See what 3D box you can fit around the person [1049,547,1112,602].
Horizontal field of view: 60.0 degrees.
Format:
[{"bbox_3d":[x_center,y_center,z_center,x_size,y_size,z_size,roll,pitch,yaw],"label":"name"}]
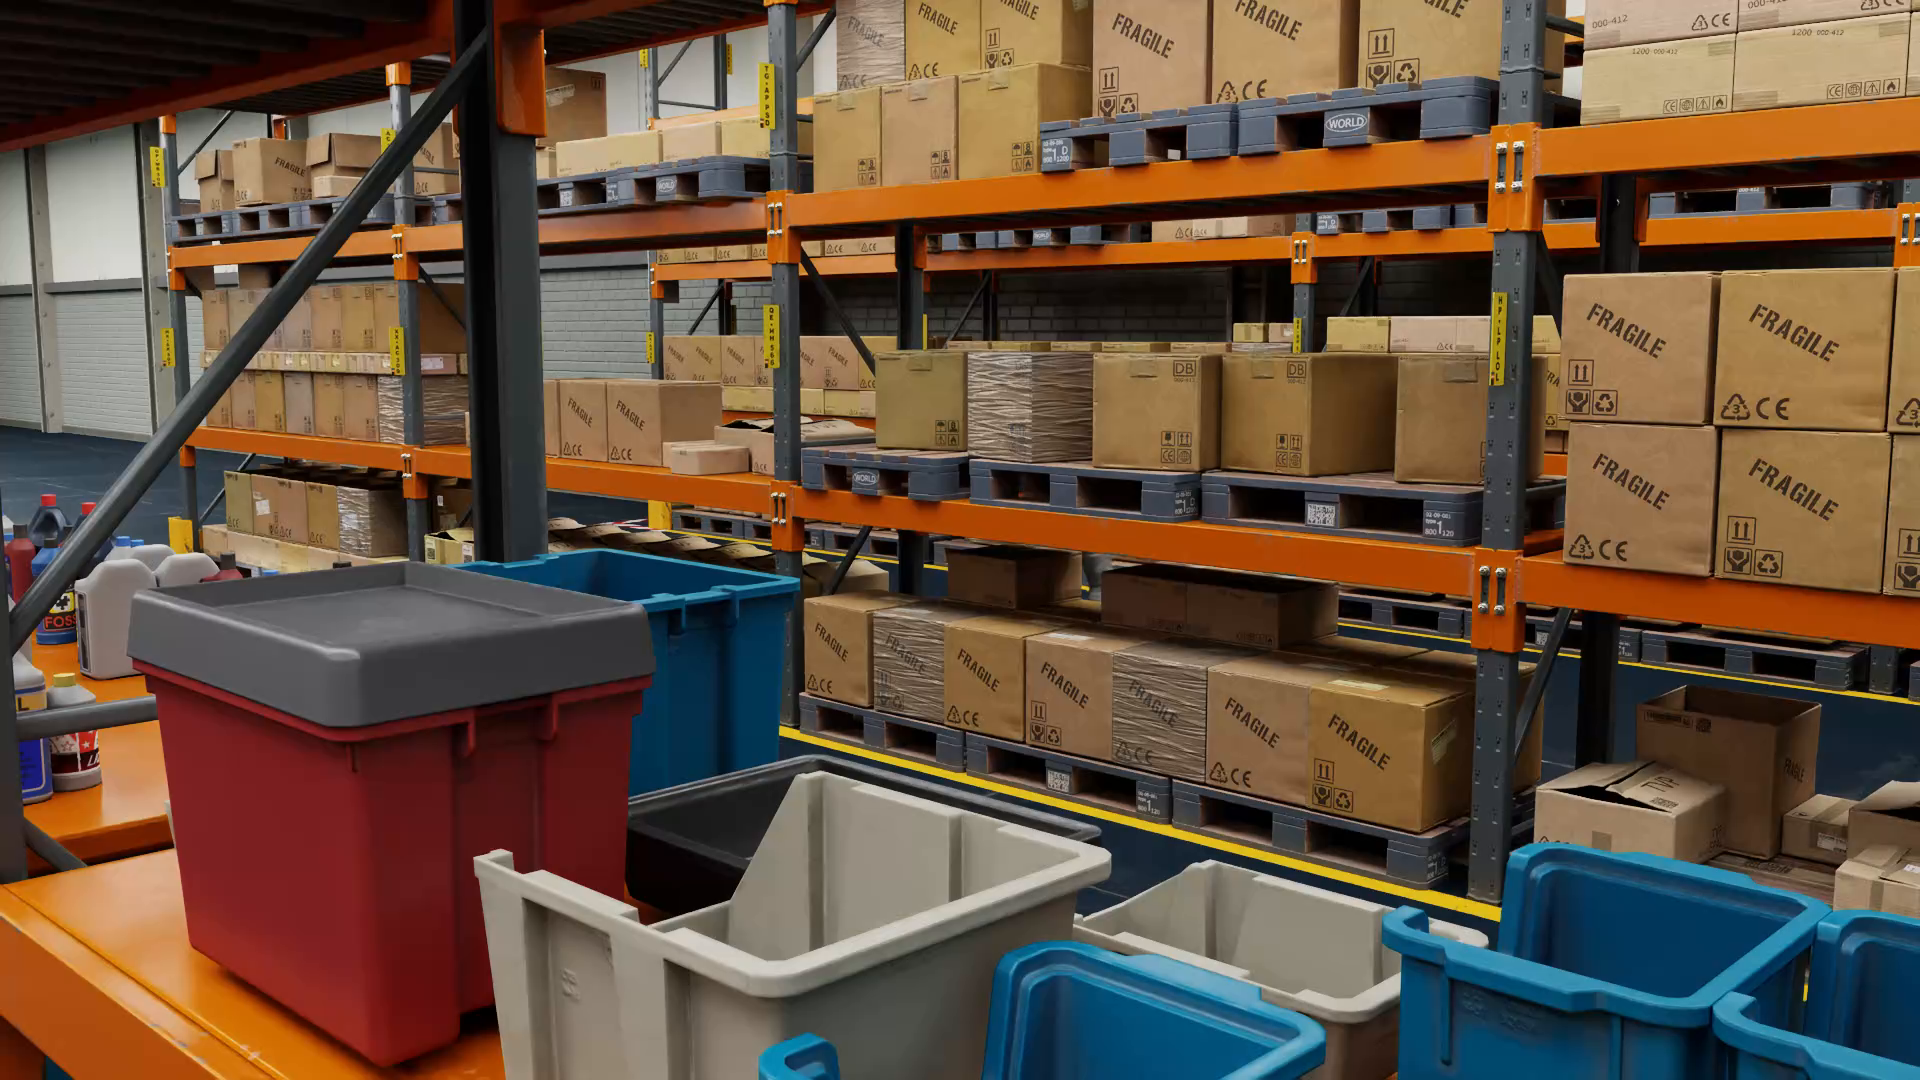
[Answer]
[{"bbox_3d":[0.798,-0.066,10.744,0.493,1.671,0.490,7,10,43],"label":"person"}]
